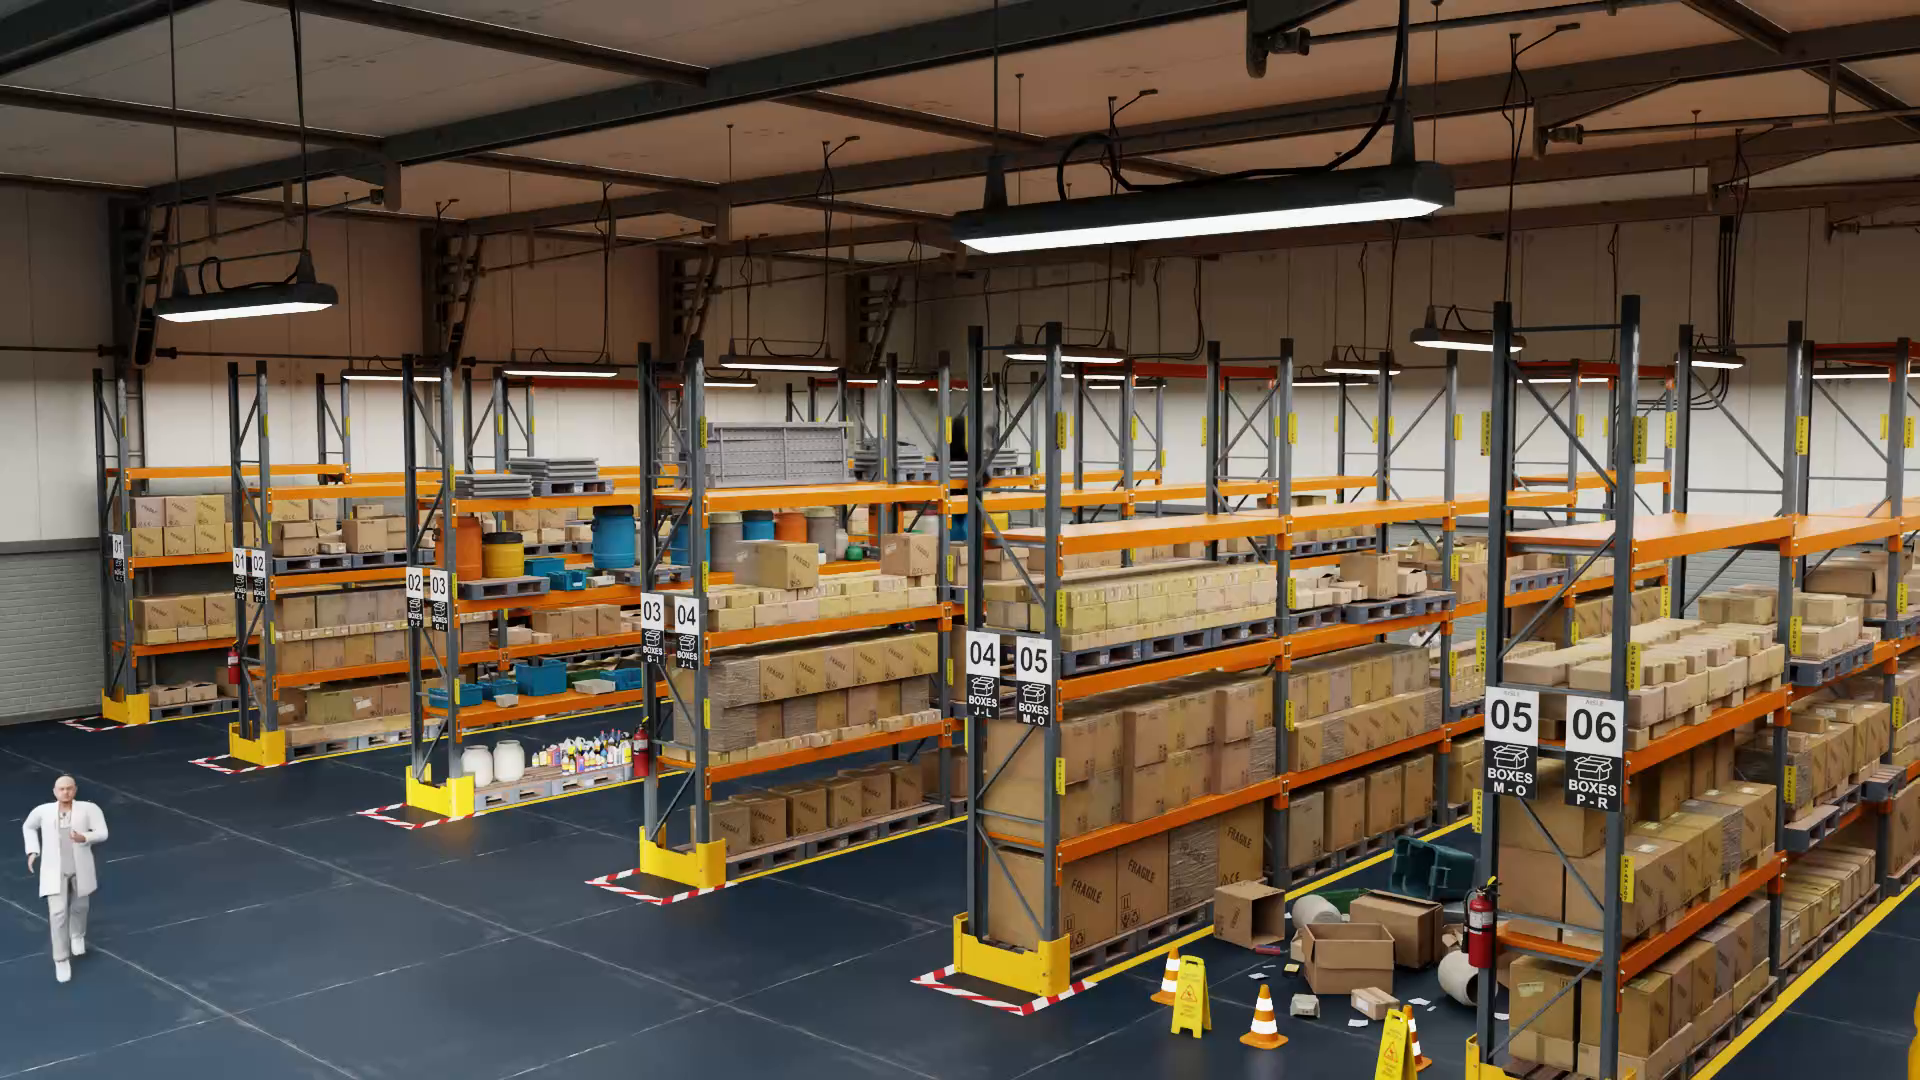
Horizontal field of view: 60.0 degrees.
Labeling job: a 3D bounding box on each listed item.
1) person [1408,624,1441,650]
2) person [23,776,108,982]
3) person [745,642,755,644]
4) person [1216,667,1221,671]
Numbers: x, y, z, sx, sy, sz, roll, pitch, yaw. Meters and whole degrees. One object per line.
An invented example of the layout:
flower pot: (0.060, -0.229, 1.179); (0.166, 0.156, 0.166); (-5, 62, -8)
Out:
person: (8.006, 2.190, 28.730); (0.679, 1.724, 0.630); (3, 5, 33)
person: (-8.359, 3.108, 15.580); (0.687, 1.808, 0.990); (-3, 5, -32)
person: (-3.649, 1.925, 29.065); (0.588, 1.646, 0.752); (3, 5, 32)
person: (3.501, 2.567, 23.310); (0.676, 1.742, 0.673); (2, 5, 30)
